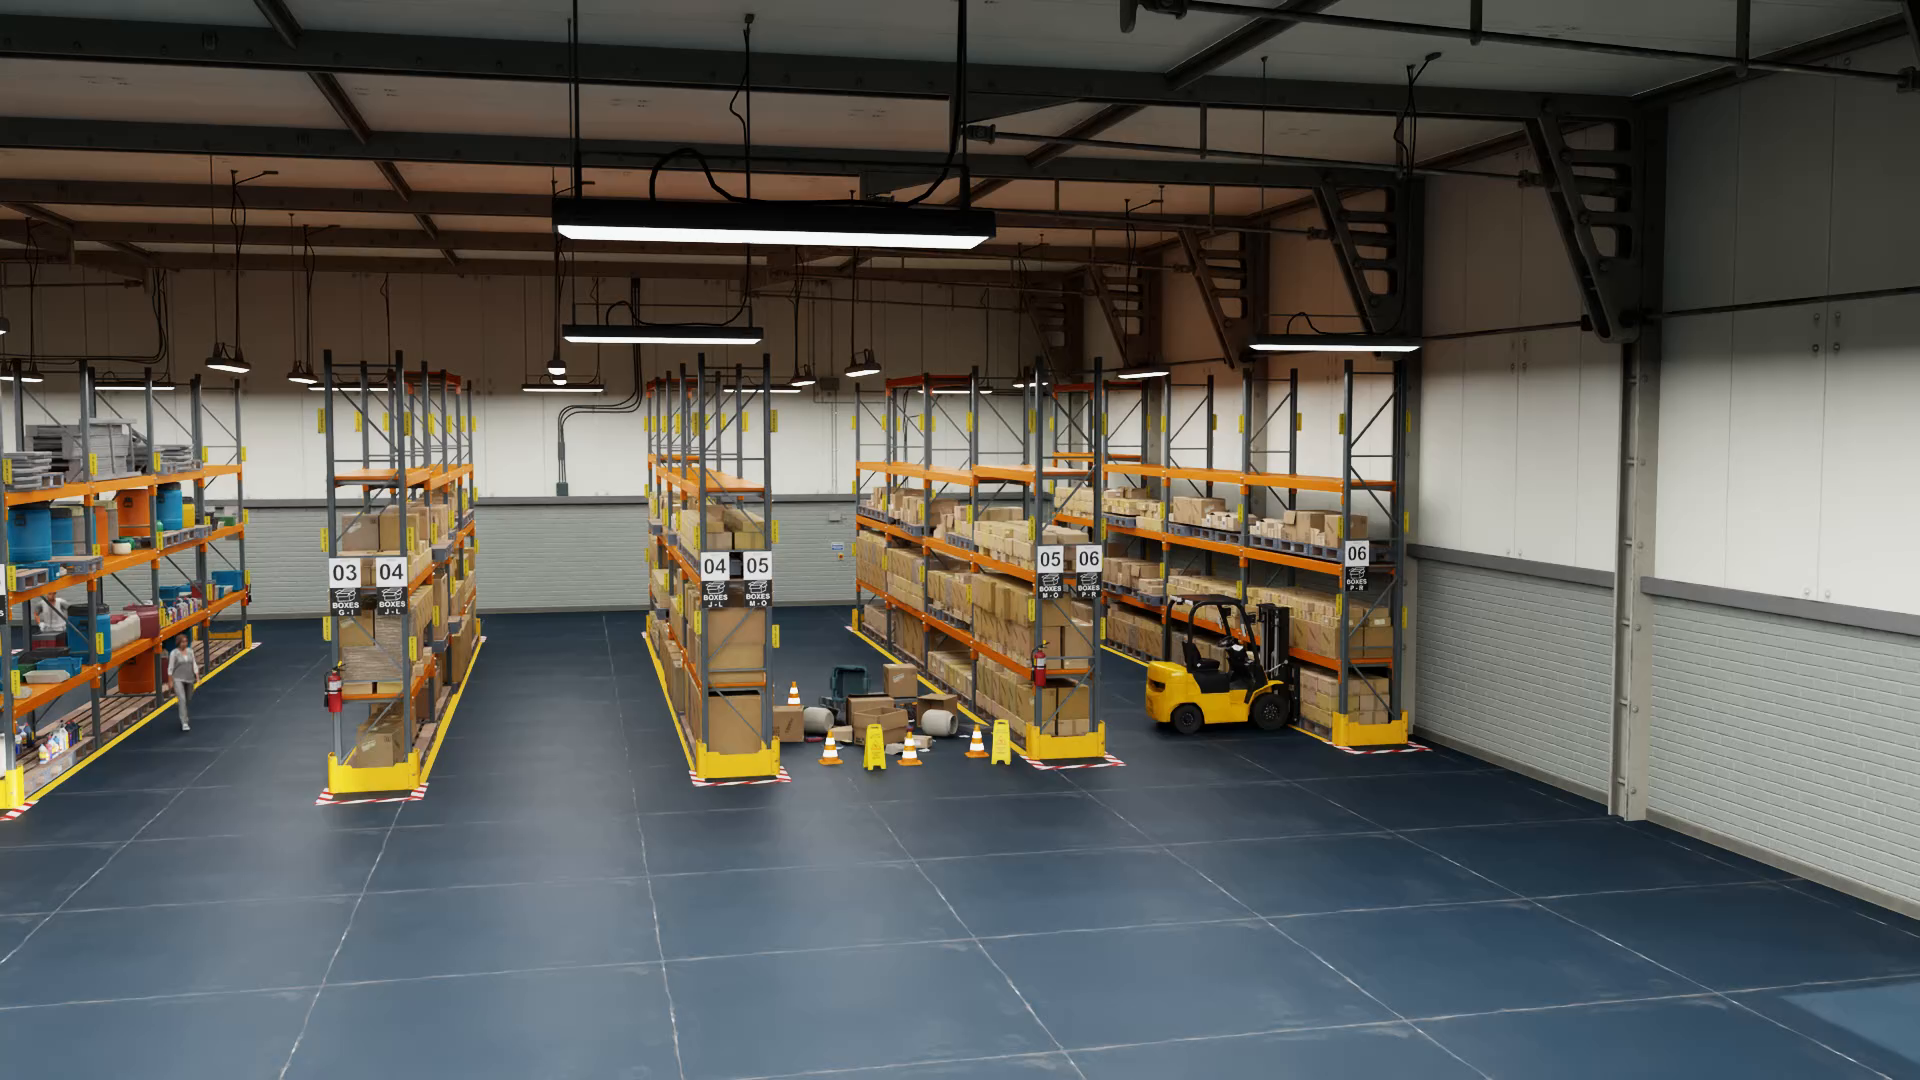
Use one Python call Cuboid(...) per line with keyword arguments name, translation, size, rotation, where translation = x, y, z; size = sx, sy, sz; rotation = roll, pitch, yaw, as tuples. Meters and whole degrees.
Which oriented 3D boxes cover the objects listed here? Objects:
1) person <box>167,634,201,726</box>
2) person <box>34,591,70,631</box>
Cuboid(name="person", translation=(-12.824, 2.277, 27.410), size=(0.477, 1.488, 0.826), rotation=(-3, 5, -38))
Cuboid(name="person", translation=(-18.656, 1.787, 34.214), size=(0.600, 1.683, 0.633), rotation=(0, 4, -4))
